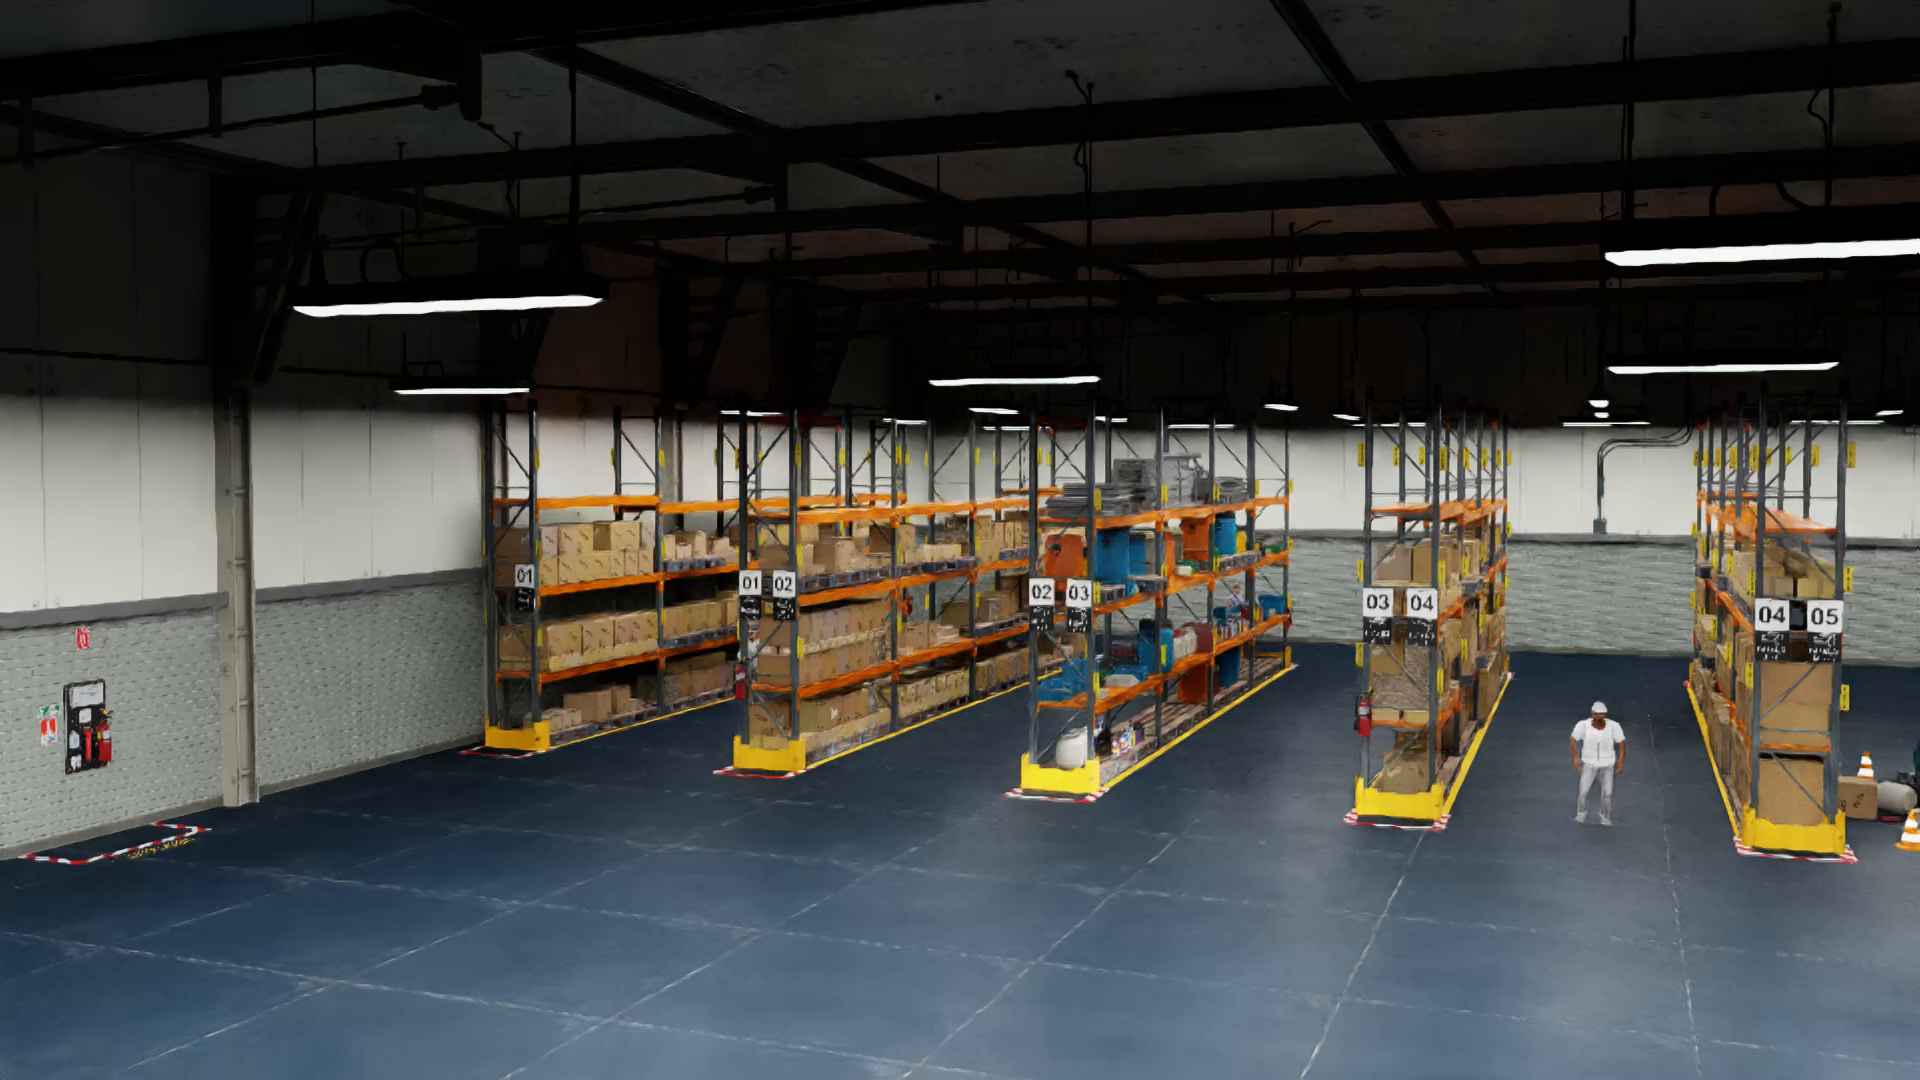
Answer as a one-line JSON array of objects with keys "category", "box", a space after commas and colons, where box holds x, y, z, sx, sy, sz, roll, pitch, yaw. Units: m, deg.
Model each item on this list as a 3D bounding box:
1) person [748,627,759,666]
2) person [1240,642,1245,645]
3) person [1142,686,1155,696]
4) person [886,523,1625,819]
[{"category": "person", "box": [10.238, 2.106, 35.346, 28.845, 0.929, 6.682, 0, 3, 5]}, {"category": "person", "box": [7.292, 2.297, 44.618, 0.679, 1.031, 0.478, -1, 3, -28]}, {"category": "person", "box": [3.992, 2.434, 35.121, 0.543, 1.655, 0.515, -2, 4, -41]}, {"category": "person", "box": [3.780, 1.759, 27.104, 12.975, 3.695, 5.781, 1, 3, 20]}]
